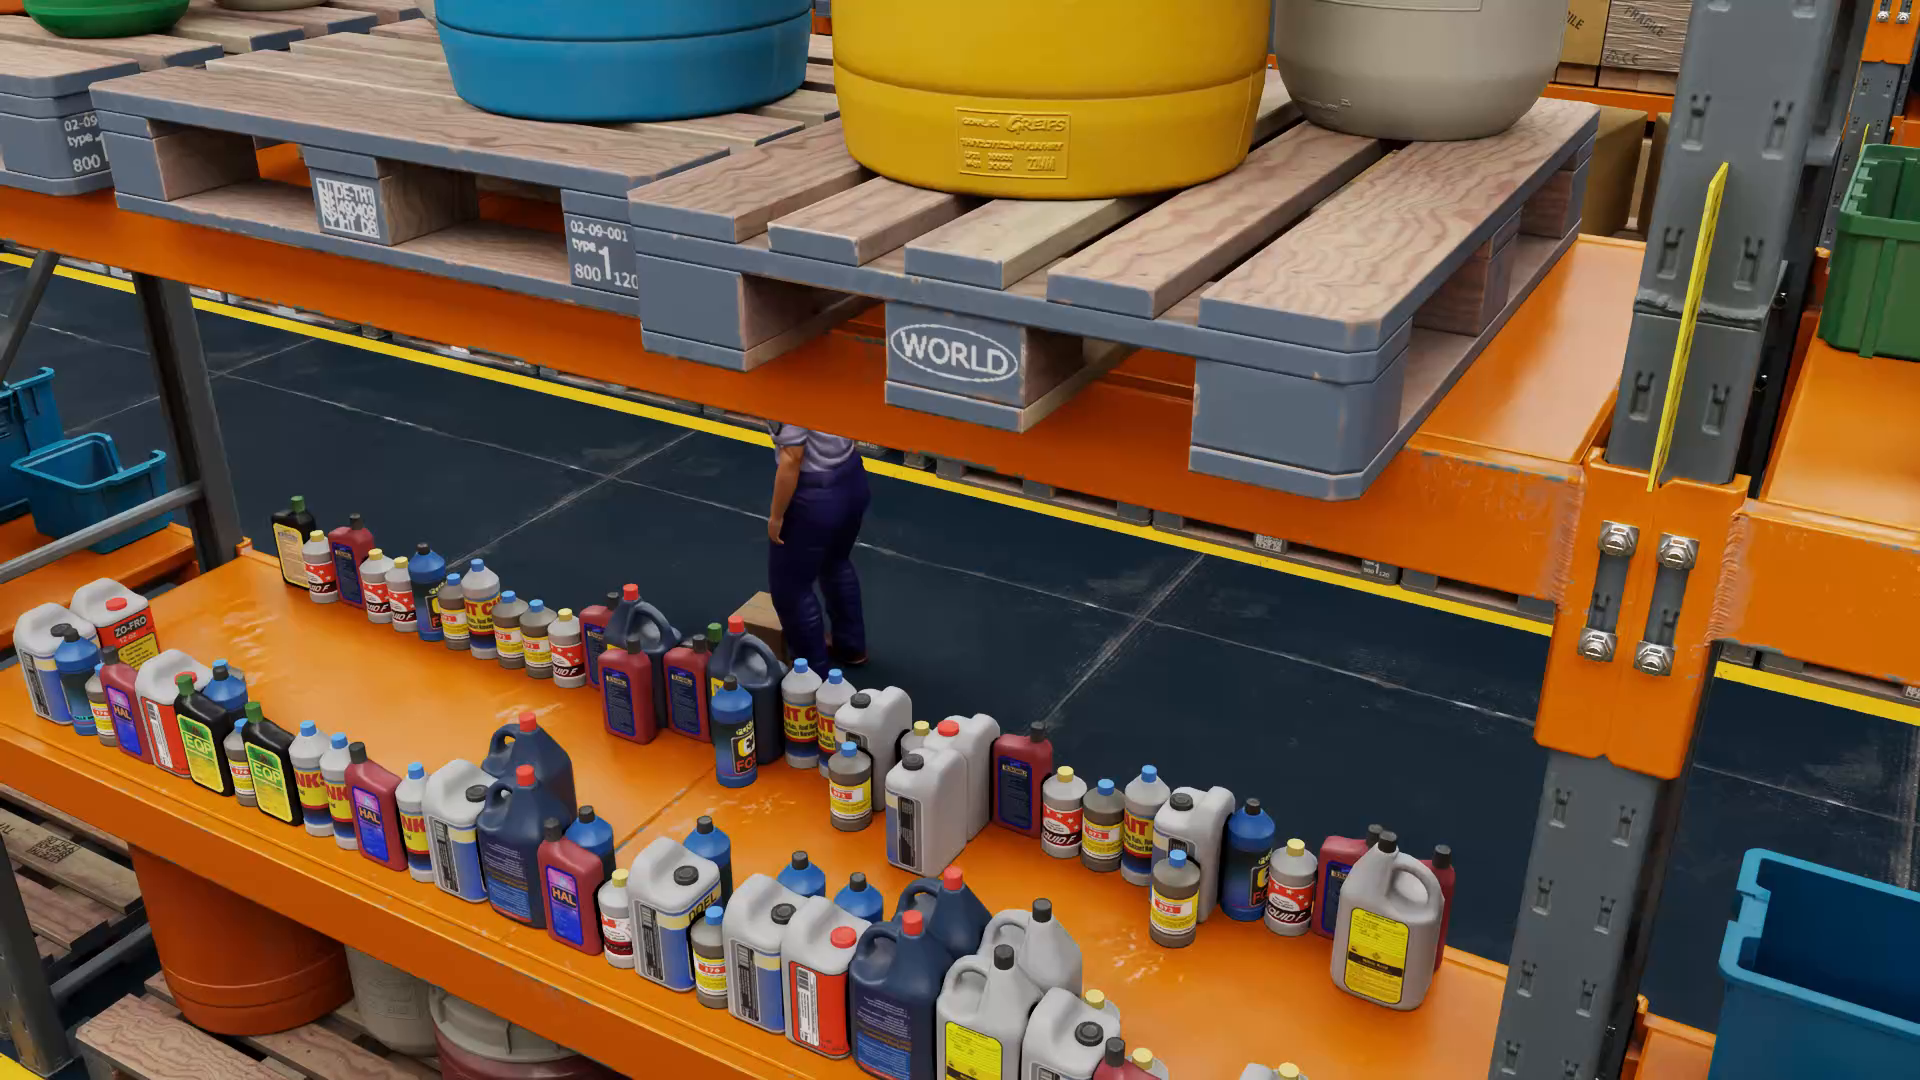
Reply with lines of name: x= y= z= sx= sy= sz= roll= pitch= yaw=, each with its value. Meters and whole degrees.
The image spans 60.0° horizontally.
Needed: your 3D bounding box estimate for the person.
person: x=-0.570 y=-0.173 z=6.470 sx=0.375 sy=1.650 sz=0.545 roll=13 pitch=29 yaw=23
